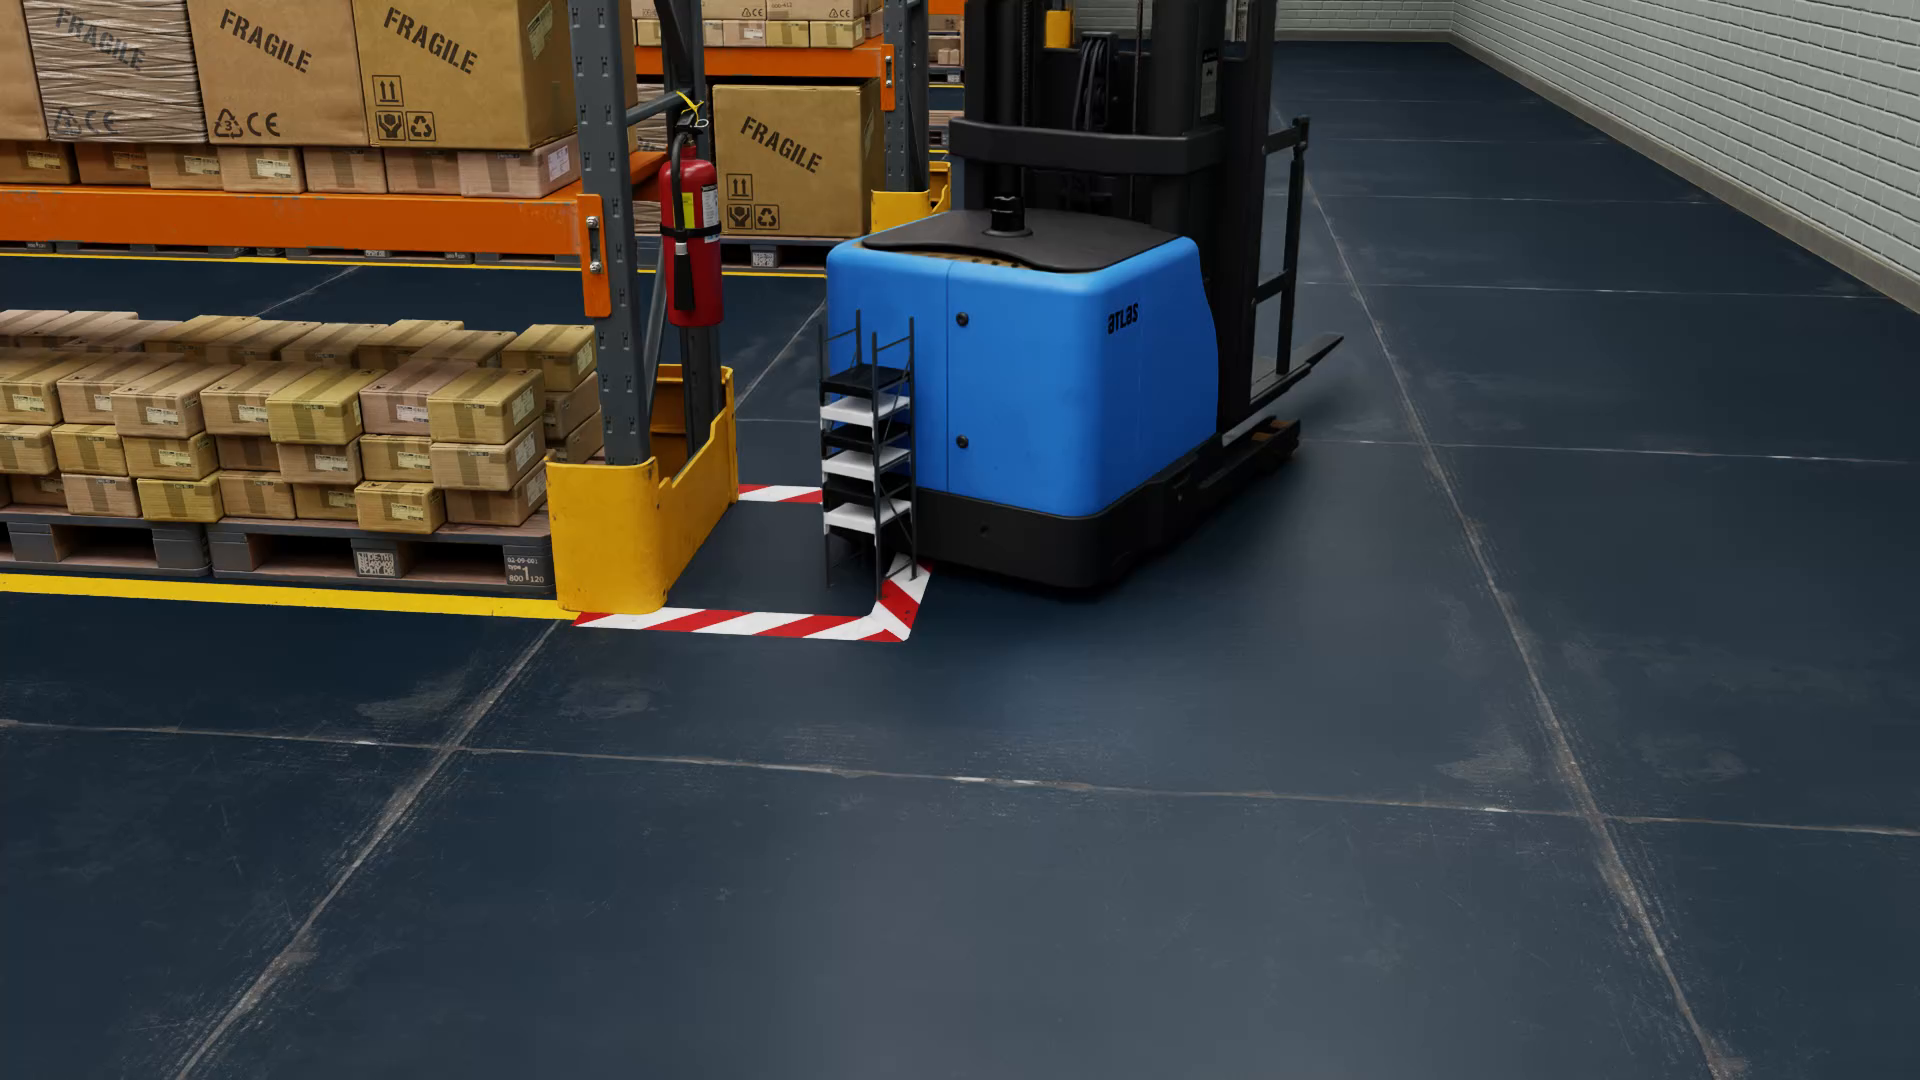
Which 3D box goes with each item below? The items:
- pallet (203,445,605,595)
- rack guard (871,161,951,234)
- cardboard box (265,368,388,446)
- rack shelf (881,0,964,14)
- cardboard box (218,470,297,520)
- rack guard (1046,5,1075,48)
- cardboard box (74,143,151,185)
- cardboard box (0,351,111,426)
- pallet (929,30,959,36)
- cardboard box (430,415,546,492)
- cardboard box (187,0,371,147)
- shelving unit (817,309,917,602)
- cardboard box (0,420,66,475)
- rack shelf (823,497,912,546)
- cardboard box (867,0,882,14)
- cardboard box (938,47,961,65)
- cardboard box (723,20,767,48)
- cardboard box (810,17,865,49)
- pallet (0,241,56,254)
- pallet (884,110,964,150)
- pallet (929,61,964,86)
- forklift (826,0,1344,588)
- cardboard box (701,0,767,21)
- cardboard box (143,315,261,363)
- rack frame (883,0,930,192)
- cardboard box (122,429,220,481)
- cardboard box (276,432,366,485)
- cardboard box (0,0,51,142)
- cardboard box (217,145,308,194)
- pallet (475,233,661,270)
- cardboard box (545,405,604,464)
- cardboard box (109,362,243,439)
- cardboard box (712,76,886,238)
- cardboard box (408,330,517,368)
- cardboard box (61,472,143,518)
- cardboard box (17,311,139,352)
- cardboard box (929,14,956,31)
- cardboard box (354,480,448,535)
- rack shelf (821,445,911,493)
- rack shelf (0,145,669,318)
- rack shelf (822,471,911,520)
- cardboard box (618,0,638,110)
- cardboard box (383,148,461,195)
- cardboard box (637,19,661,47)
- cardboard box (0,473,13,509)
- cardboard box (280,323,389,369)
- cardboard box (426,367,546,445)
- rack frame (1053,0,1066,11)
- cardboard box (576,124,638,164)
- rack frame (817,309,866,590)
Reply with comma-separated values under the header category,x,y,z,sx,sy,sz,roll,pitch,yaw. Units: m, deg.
category,x,y,z,sx,sy,sz,roll,pitch,yaw
pallet,-1.879,-0.124,5.967,1.213,0.211,1.003,2,22,6
rack guard,-0.293,-2.013,10.350,0.348,0.500,1.175,2,22,6
cardboard box,-2.071,-0.443,5.477,0.250,0.149,0.380,2,22,5
rack shelf,-1.720,-4.736,14.819,4.000,0.370,1.077,2,22,6
cardboard box,-2.314,-0.209,5.694,0.250,0.149,0.380,3,22,7
rack guard,1.456,-7.438,24.074,0.348,0.500,1.175,2,22,6
cardboard box,-2.627,-1.251,5.367,0.250,0.149,0.380,2,22,4
cardboard box,-3.106,-0.521,5.676,0.250,0.149,0.380,3,22,7
pallet,-0.579,-7.364,24.280,1.213,0.211,1.003,2,22,6
cardboard box,-1.558,-0.296,5.510,0.250,0.149,0.380,2,22,5
cardboard box,-1.988,-1.504,5.124,0.500,0.500,0.500,2,22,5
shelving unit,-0.297,-0.273,5.406,0.210,0.900,0.258,12,25,28
cardboard box,-3.120,-0.355,5.660,0.250,0.149,0.380,3,22,7
rack shelf,-0.297,-0.075,5.485,0.200,0.077,0.258,12,25,28
cardboard box,-0.762,-3.364,10.168,0.500,0.250,0.500,2,22,5
cardboard box,-0.108,-5.664,19.441,0.250,0.166,0.380,2,22,6
cardboard box,-1.218,-2.976,9.730,0.250,0.149,0.380,3,22,6
cardboard box,-0.709,-2.954,9.674,0.250,0.149,0.380,3,22,7
pallet,-6.279,-2.110,10.990,1.213,0.211,1.003,2,22,6
pallet,-0.548,-3.737,15.106,1.213,0.211,1.003,2,22,6
pallet,-0.014,-5.533,19.649,1.213,0.211,1.003,2,22,6
forklift,0.729,-1.703,6.261,1.130,2.935,3.031,12,25,28
cardboard box,-1.333,-3.191,9.730,0.500,0.250,0.500,2,22,5
cardboard box,-2.790,-0.712,6.158,0.250,0.149,0.380,3,22,7
rack frame,-0.317,-3.176,9.893,0.127,3.000,1.000,2,22,6
cardboard box,-2.591,-0.336,5.610,0.250,0.149,0.380,3,22,7
cardboard box,-2.075,-0.318,5.566,0.250,0.149,0.380,2,22,4
cardboard box,-2.987,-1.548,5.234,0.500,0.500,0.500,4,22,9
cardboard box,-2.107,-1.196,5.227,0.250,0.149,0.380,3,22,8
pallet,-2.328,-1.939,10.557,1.213,0.211,1.003,2,22,6
cardboard box,-1.483,-0.379,6.124,0.250,0.149,0.380,3,22,7
cardboard box,-2.594,-0.468,5.542,0.250,0.149,0.380,3,22,8
cardboard box,-0.962,-2.382,10.203,0.875,0.875,0.875,2,22,6
cardboard box,-1.769,-0.630,5.952,0.250,0.149,0.380,3,22,7
cardboard box,-2.844,-0.216,5.712,0.250,0.149,0.380,3,22,7
cardboard box,-3.285,-0.739,6.226,0.250,0.149,0.380,2,22,4
cardboard box,-0.271,-7.671,24.092,0.500,0.500,0.700,2,22,5
cardboard box,-1.815,-0.160,5.571,0.250,0.149,0.380,3,22,8
rack shelf,-0.297,-0.242,5.418,0.200,0.077,0.258,12,25,28
rack shelf,-2.987,-1.121,5.675,4.000,0.370,1.077,2,22,6
rack shelf,-0.297,-0.158,5.452,0.200,0.077,0.258,12,25,28
cardboard box,-1.414,-1.675,5.555,0.500,0.500,0.500,4,22,9
cardboard box,-1.600,-1.188,5.207,0.250,0.149,0.380,2,22,6
cardboard box,-1.723,-2.998,9.785,0.250,0.149,0.380,2,22,5
cardboard box,-3.356,-0.238,5.768,0.250,0.149,0.380,2,22,5
cardboard box,-2.260,-0.669,6.048,0.250,0.149,0.380,1,22,4
cardboard box,-1.556,-0.446,5.485,0.250,0.149,0.380,3,22,7
rack frame,1.432,-8.601,23.617,0.127,3.000,1.000,2,22,6
cardboard box,-1.284,-1.386,5.708,0.250,0.149,0.380,2,22,6
rack frame,-0.385,-0.292,5.454,0.006,0.900,0.240,12,25,28
